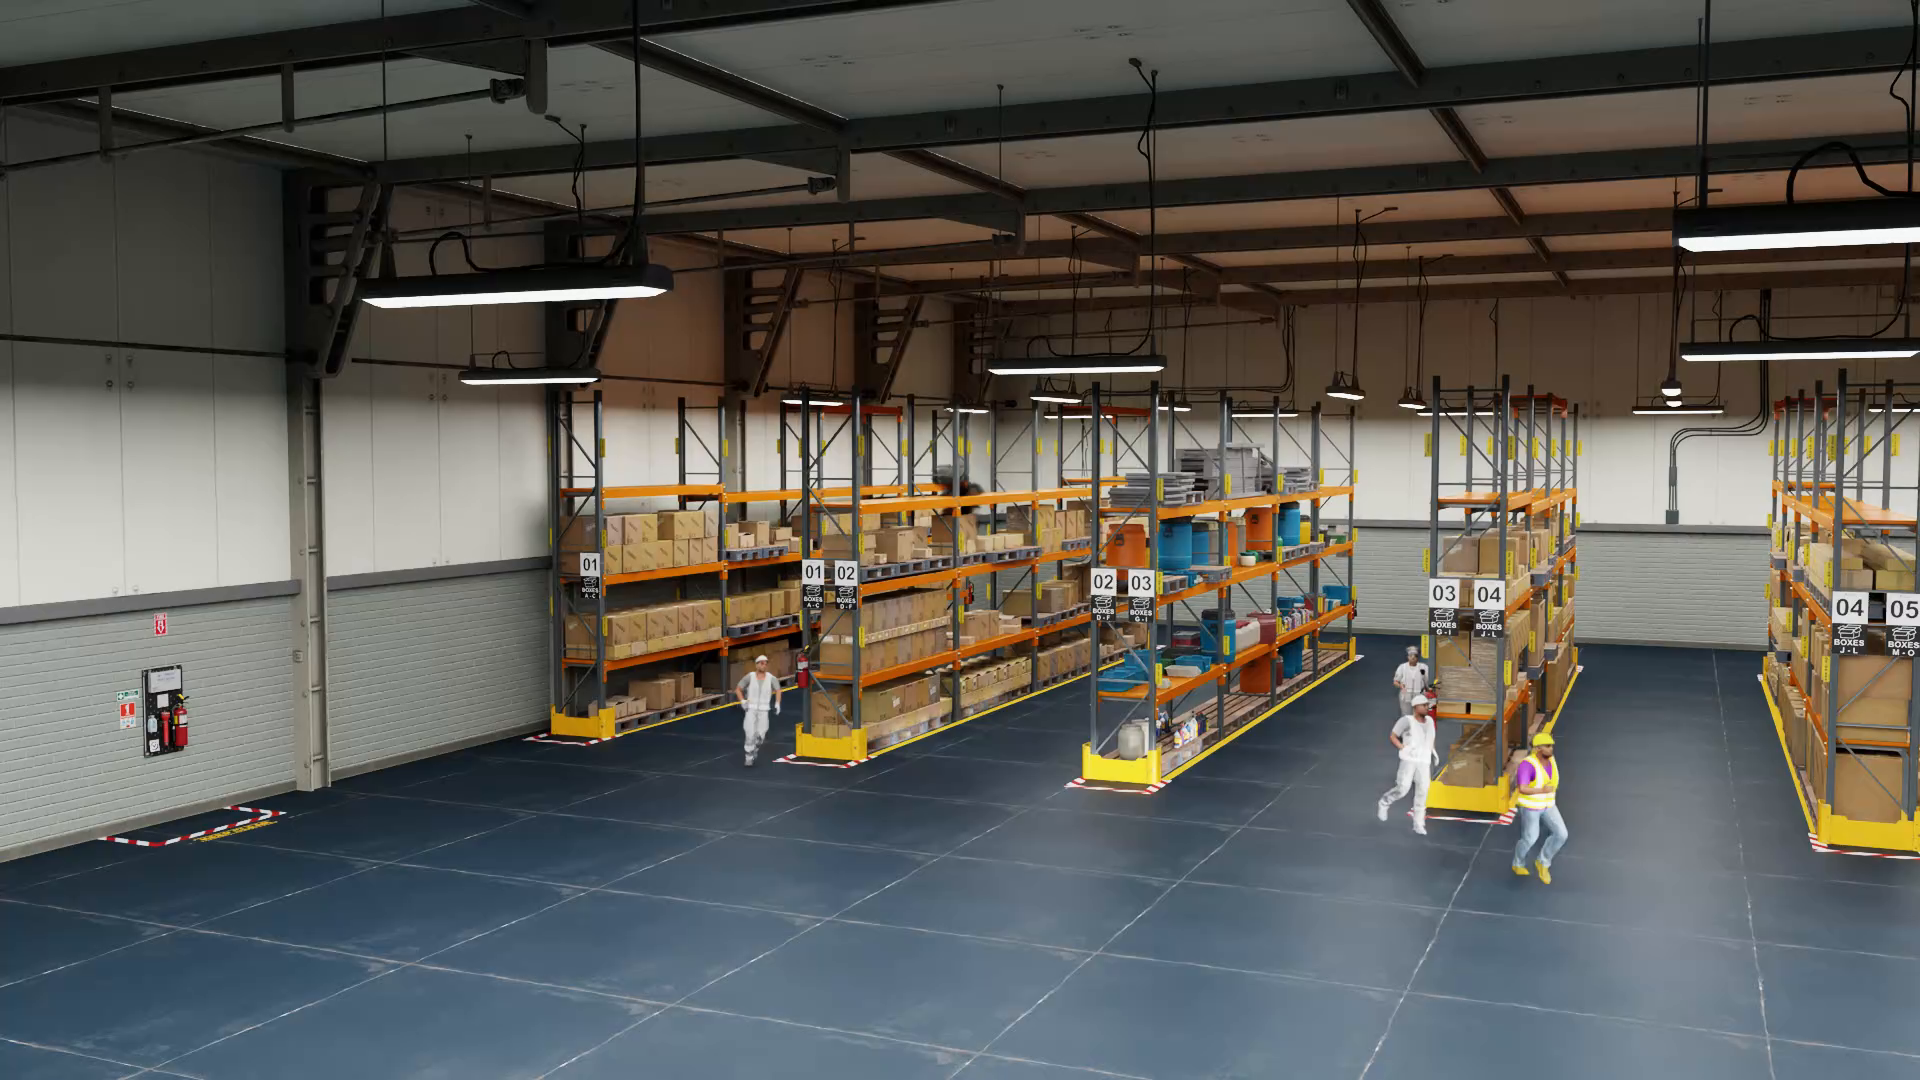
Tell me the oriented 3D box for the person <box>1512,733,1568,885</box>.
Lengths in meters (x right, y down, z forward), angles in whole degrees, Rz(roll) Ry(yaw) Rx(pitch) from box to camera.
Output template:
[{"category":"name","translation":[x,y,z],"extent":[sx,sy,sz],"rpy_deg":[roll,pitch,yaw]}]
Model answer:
[{"category":"person","translation":[6.645,3.067,19.075],"extent":[0.733,1.748,0.803],"rpy_deg":[-1,3,-25]}]

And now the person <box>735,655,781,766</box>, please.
[{"category":"person","translation":[-3.168,2.687,26.197],"extent":[0.731,1.734,0.526],"rpy_deg":[-1,3,-11]}]

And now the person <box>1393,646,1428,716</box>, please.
[{"category":"person","translation":[7.429,2.620,27.240],"extent":[0.648,1.756,0.613],"rpy_deg":[1,3,16]}]

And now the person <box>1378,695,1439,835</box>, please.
[{"category":"person","translation":[5.992,2.909,21.805],"extent":[0.744,1.742,0.966],"rpy_deg":[-1,3,-18]}]
